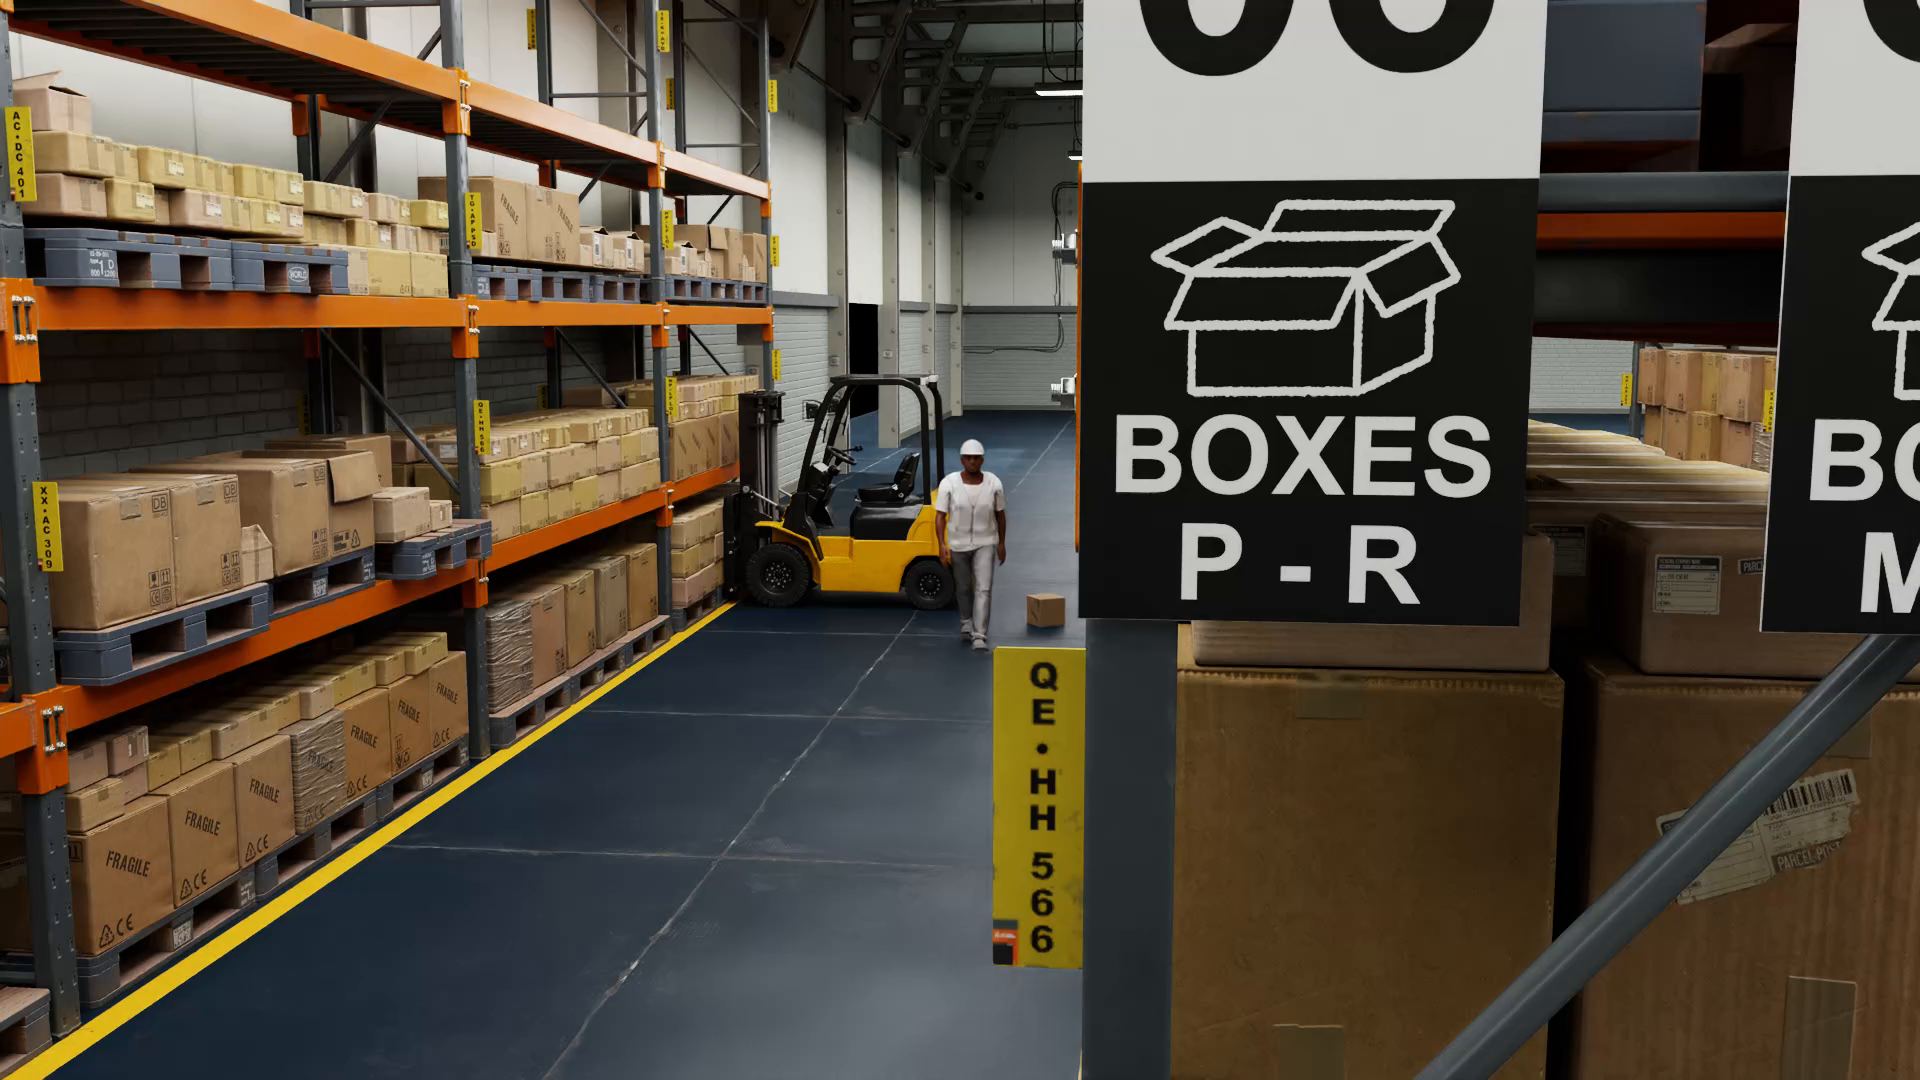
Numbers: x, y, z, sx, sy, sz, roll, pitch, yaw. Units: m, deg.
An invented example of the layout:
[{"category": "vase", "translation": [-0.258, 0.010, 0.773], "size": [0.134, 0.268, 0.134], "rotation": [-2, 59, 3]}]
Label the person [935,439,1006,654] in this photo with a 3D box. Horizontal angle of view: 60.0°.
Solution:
[{"category": "person", "translation": [0.085, 0.032, 13.538], "size": [0.575, 1.709, 1.099], "rotation": [0, 8, 3]}]
